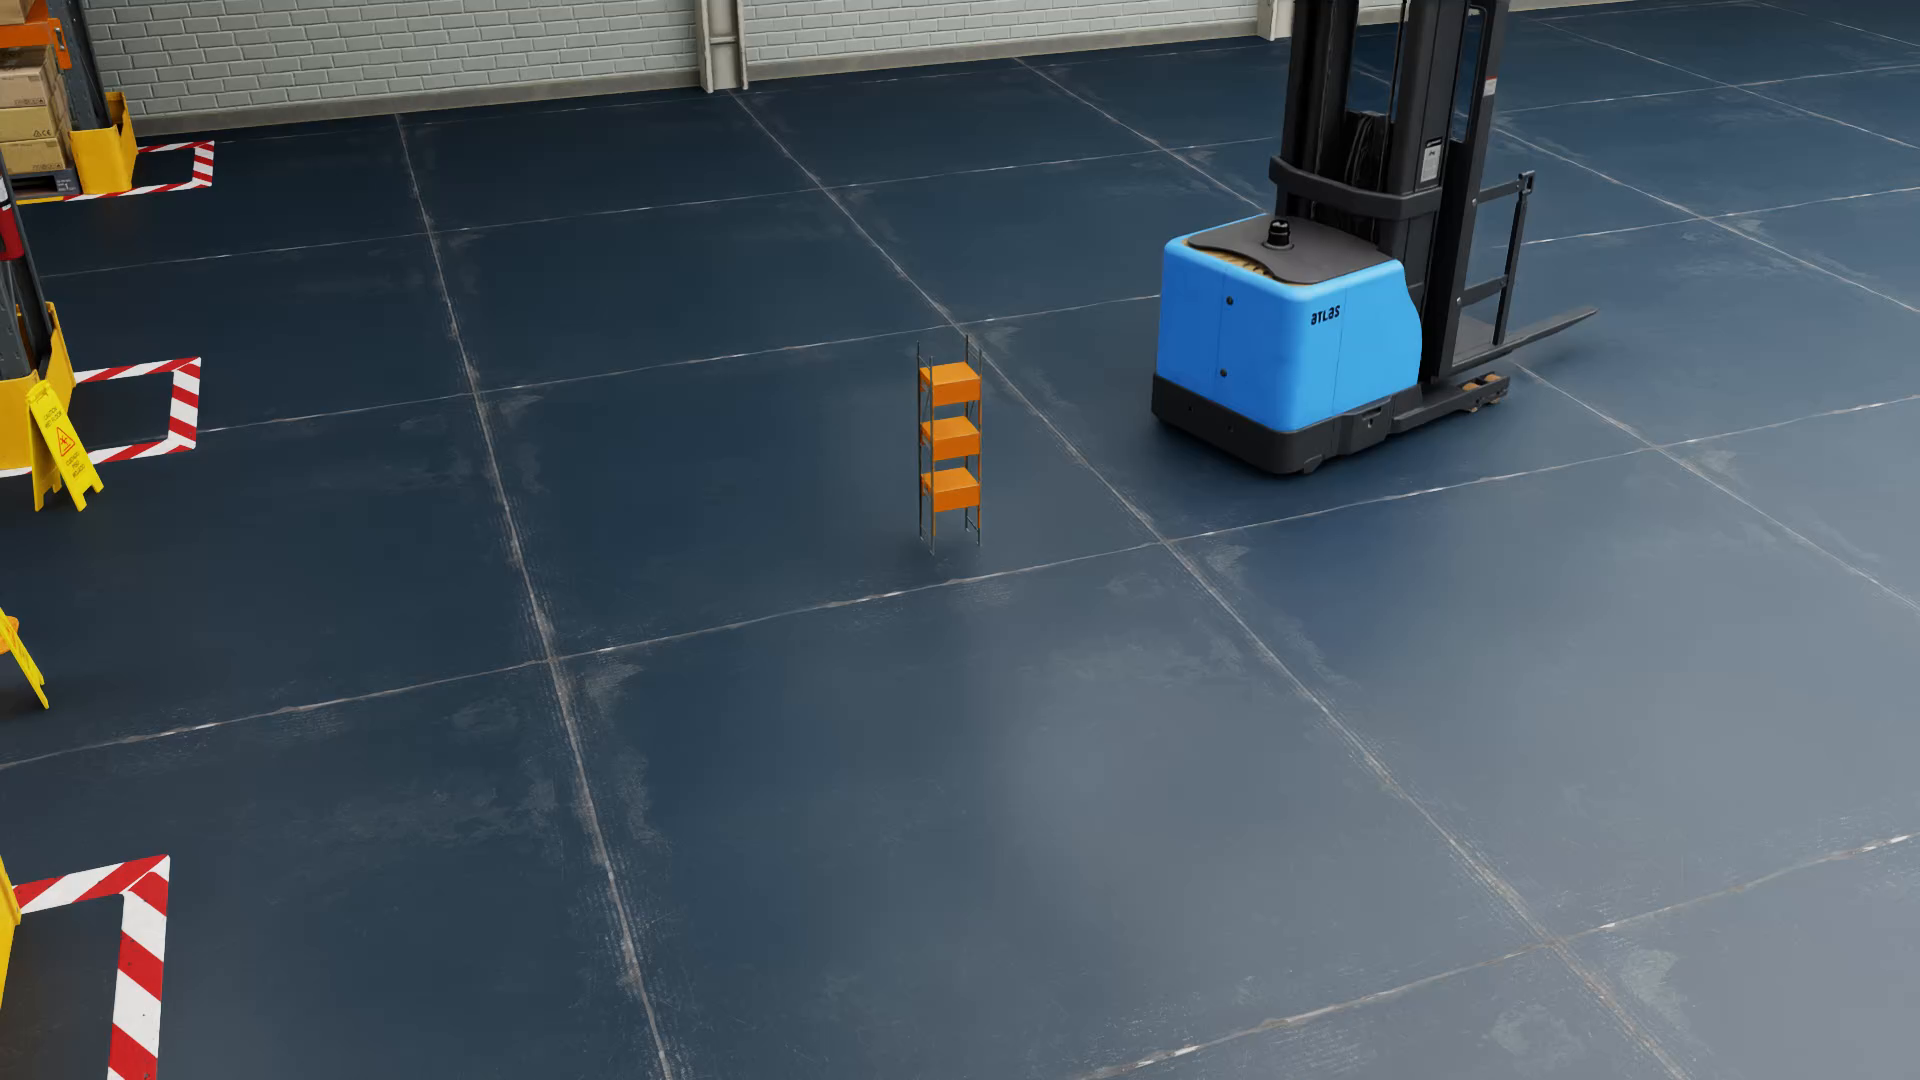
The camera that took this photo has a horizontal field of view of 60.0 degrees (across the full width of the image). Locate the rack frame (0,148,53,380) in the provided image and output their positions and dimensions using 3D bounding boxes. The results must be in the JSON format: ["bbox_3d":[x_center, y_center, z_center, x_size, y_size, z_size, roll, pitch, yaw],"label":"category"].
[{"bbox_3d":[-5.164,-1.978,8.691,0.127,3.000,1.000,-10,31,-18],"label":"rack frame"}]

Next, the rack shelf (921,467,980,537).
[{"bbox_3d":[-0.050,-0.196,8.117,0.240,0.259,0.215,-10,31,-18],"label":"rack shelf"}]

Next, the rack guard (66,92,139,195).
[{"bbox_3d":[-6.876,-3.198,13.358,0.348,0.500,1.175,-10,31,-18],"label":"rack guard"}]

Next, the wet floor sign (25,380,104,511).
[{"bbox_3d":[-4.613,-0.491,8.460,0.232,0.644,0.267,0,30,0],"label":"wet floor sign"}]

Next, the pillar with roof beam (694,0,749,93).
[{"bbox_3d":[-0.741,-6.223,10.082,0.400,9.000,9.100,-10,31,-18],"label":"pillar with roof beam"}]

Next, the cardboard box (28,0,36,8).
[{"bbox_3d":[-7.459,-4.367,12.783,0.500,0.500,0.500,-9,31,-16],"label":"cardboard box"}]

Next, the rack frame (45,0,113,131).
[{"bbox_3d":[-6.898,-4.280,12.732,0.127,3.000,1.000,-10,31,-18],"label":"rack frame"}]

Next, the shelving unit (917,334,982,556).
[{"bbox_3d":[-0.050,-0.447,7.974,0.252,1.050,0.215,-10,31,-18],"label":"shelving unit"}]

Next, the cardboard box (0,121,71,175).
[{"bbox_3d":[-7.229,-3.040,12.909,0.500,0.250,0.500,-10,31,-17],"label":"cardboard box"}]

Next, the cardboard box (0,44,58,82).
[{"bbox_3d":[-7.415,-3.707,13.070,0.500,0.250,0.500,-11,31,-18],"label":"cardboard box"}]

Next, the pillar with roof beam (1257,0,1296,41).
[{"bbox_3d":[4.883,-7.259,11.900,0.400,9.000,9.100,-10,31,-18],"label":"pillar with roof beam"}]

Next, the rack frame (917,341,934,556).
[{"bbox_3d":[-0.164,-0.426,7.937,0.008,1.050,0.200,-10,31,-18],"label":"rack frame"}]

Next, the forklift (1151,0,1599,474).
[{"bbox_3d":[2.559,-2.195,9.141,3.031,2.935,1.130,-21,36,-32],"label":"forklift"}]

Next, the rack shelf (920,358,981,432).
[{"bbox_3d":[-0.050,-0.684,7.839,0.240,0.259,0.215,-10,31,-18],"label":"rack shelf"}]

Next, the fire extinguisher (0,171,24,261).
[{"bbox_3d":[-4.896,-1.750,8.370,0.183,0.674,0.296,-10,31,-18],"label":"fire extinguisher"}]

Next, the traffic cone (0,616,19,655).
[{"bbox_3d":[-4.411,0.254,7.337,0.334,0.463,0.336,-10,31,-18],"label":"traffic cone"}]

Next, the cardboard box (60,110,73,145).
[{"bbox_3d":[-7.427,-3.274,13.319,0.500,0.250,0.500,-10,31,-17],"label":"cardboard box"}]

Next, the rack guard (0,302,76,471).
[{"bbox_3d":[-5.235,-0.878,9.287,0.348,0.500,1.175,-10,31,-18],"label":"rack guard"}]

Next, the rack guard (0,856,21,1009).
[{"bbox_3d":[-3.321,1.383,5.317,0.348,0.500,1.175,-10,31,-18],"label":"rack guard"}]

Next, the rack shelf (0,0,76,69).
[{"bbox_3d":[-8.773,-3.622,12.304,4.000,0.370,1.077,-10,31,-18],"label":"rack shelf"}]

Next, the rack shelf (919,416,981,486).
[{"bbox_3d":[-0.050,-0.438,7.979,0.240,0.259,0.215,-10,31,-18],"label":"rack shelf"}]

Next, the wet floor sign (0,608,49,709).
[{"bbox_3d":[-4.007,0.401,6.895,0.232,0.644,0.267,-16,33,-26],"label":"wet floor sign"}]

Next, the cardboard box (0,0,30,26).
[{"bbox_3d":[-7.268,-4.117,12.344,0.500,0.500,0.500,-11,32,-19],"label":"cardboard box"}]

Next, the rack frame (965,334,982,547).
[{"bbox_3d":[0.064,-0.468,8.011,0.008,1.050,0.200,-10,31,-18],"label":"rack frame"}]

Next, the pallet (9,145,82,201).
[{"bbox_3d":[-7.600,-2.917,13.157,1.213,0.211,1.003,-10,31,-18],"label":"pallet"}]

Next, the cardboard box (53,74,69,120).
[{"bbox_3d":[-7.411,-3.500,13.212,0.500,0.250,0.500,-10,31,-17],"label":"cardboard box"}]

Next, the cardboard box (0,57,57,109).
[{"bbox_3d":[-7.221,-3.478,12.668,0.500,0.250,0.500,-9,31,-16],"label":"cardboard box"}]

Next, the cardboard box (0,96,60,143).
[{"bbox_3d":[-7.245,-3.256,12.783,0.500,0.250,0.500,-11,31,-18],"label":"cardboard box"}]
